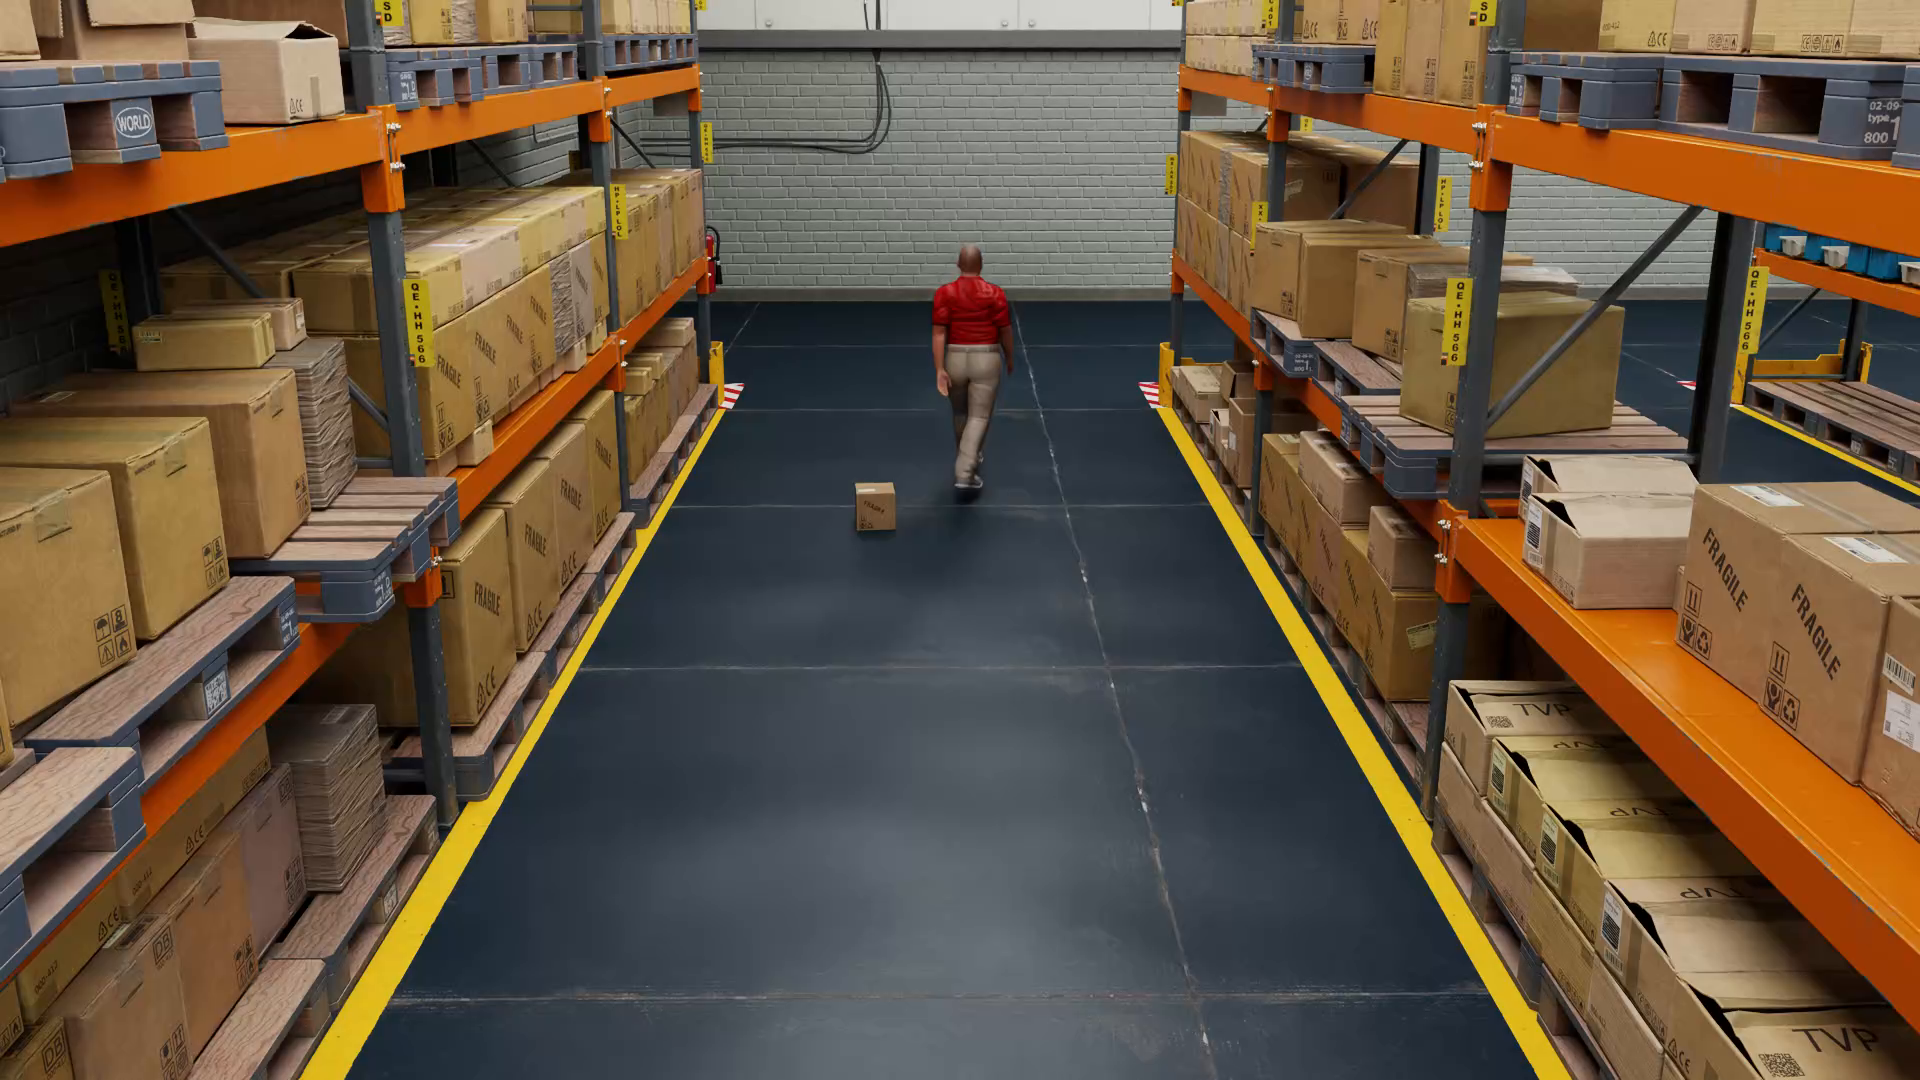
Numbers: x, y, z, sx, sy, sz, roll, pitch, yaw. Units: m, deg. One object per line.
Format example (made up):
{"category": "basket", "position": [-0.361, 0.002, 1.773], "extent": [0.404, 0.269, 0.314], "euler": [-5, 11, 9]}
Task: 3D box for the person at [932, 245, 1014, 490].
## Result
{"category": "person", "position": [0.103, -1.219, 11.574], "extent": [0.529, 1.668, 1.060], "euler": [5, 18, 16]}
